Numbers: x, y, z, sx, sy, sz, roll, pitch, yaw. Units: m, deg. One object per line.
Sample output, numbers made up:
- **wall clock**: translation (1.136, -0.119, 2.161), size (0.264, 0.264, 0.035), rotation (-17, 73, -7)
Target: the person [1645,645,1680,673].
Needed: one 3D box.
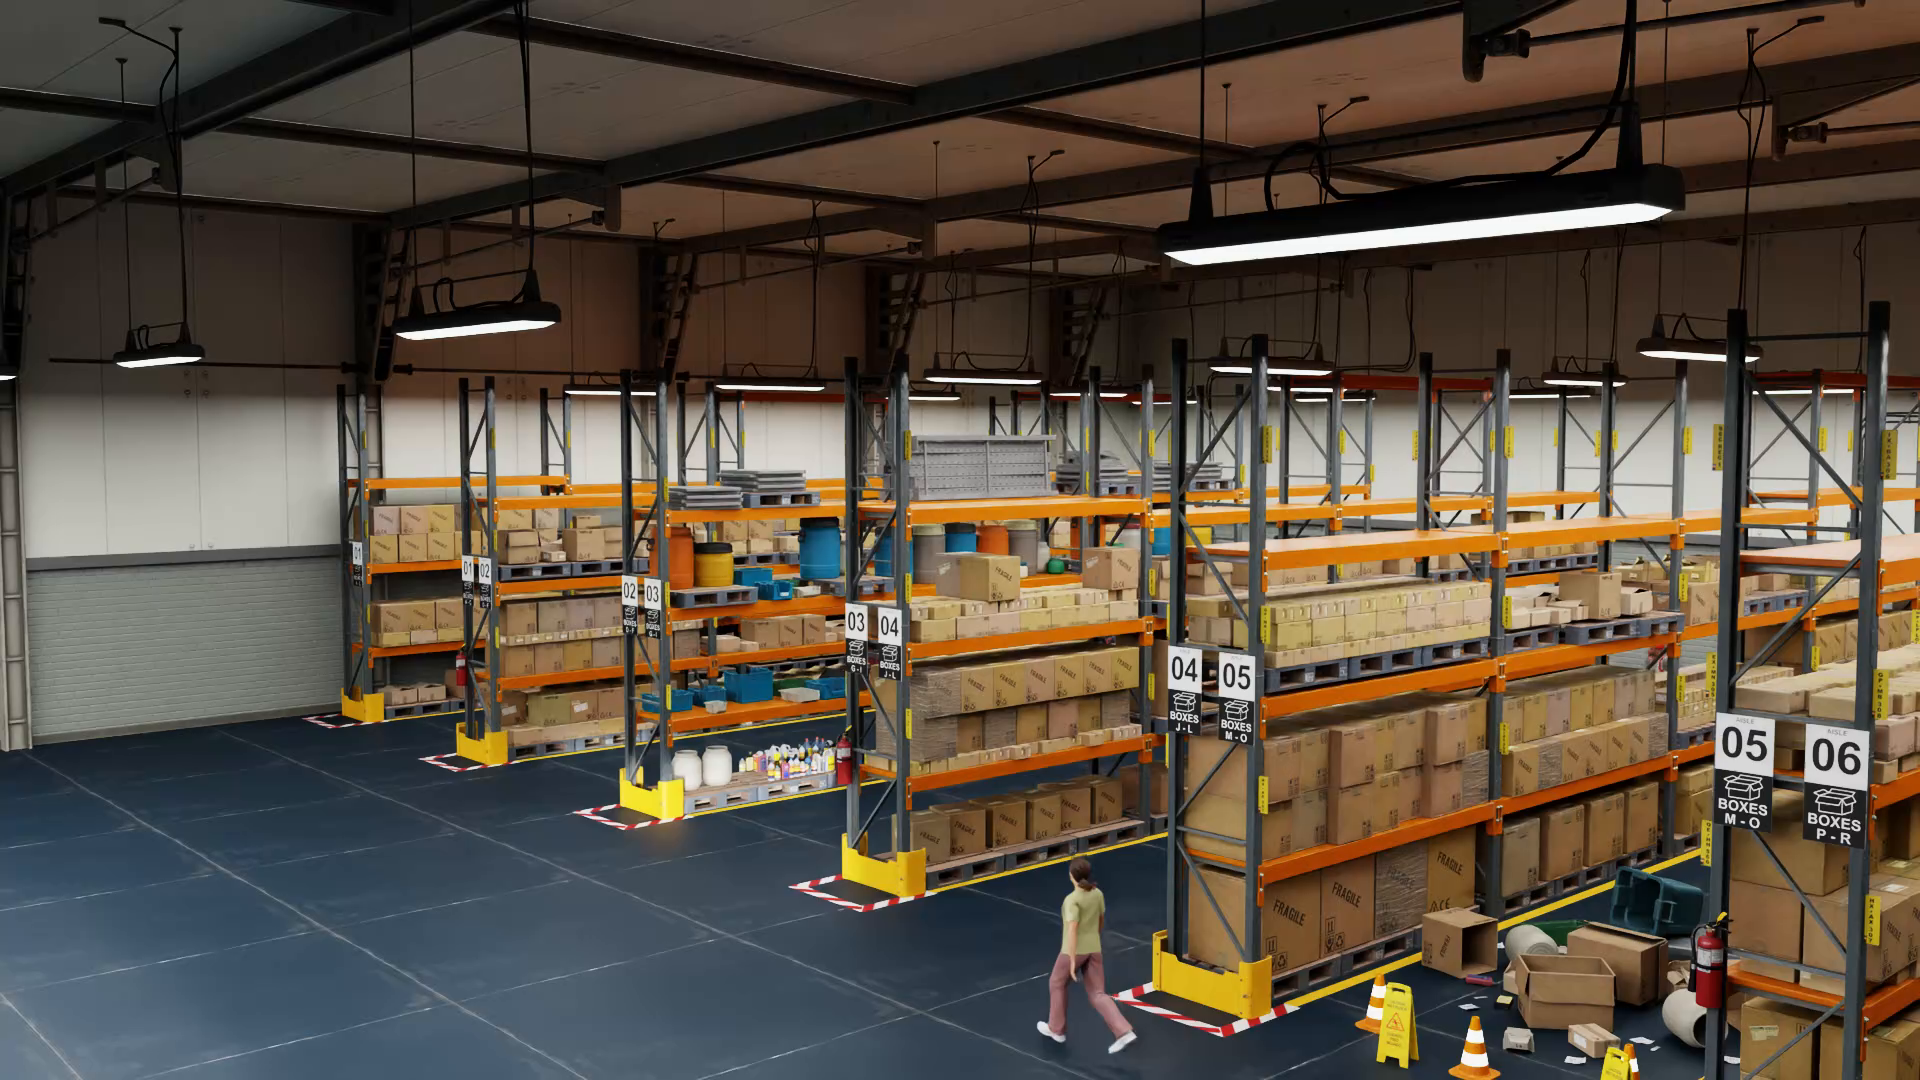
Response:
- **person**: translation (11.787, 2.498, 27.896), size (0.635, 1.685, 0.696), rotation (-2, 4, -33)

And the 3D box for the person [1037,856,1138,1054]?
- **person**: translation (1.047, 3.445, 13.828), size (0.502, 1.611, 1.048), rotation (-3, 5, -36)
